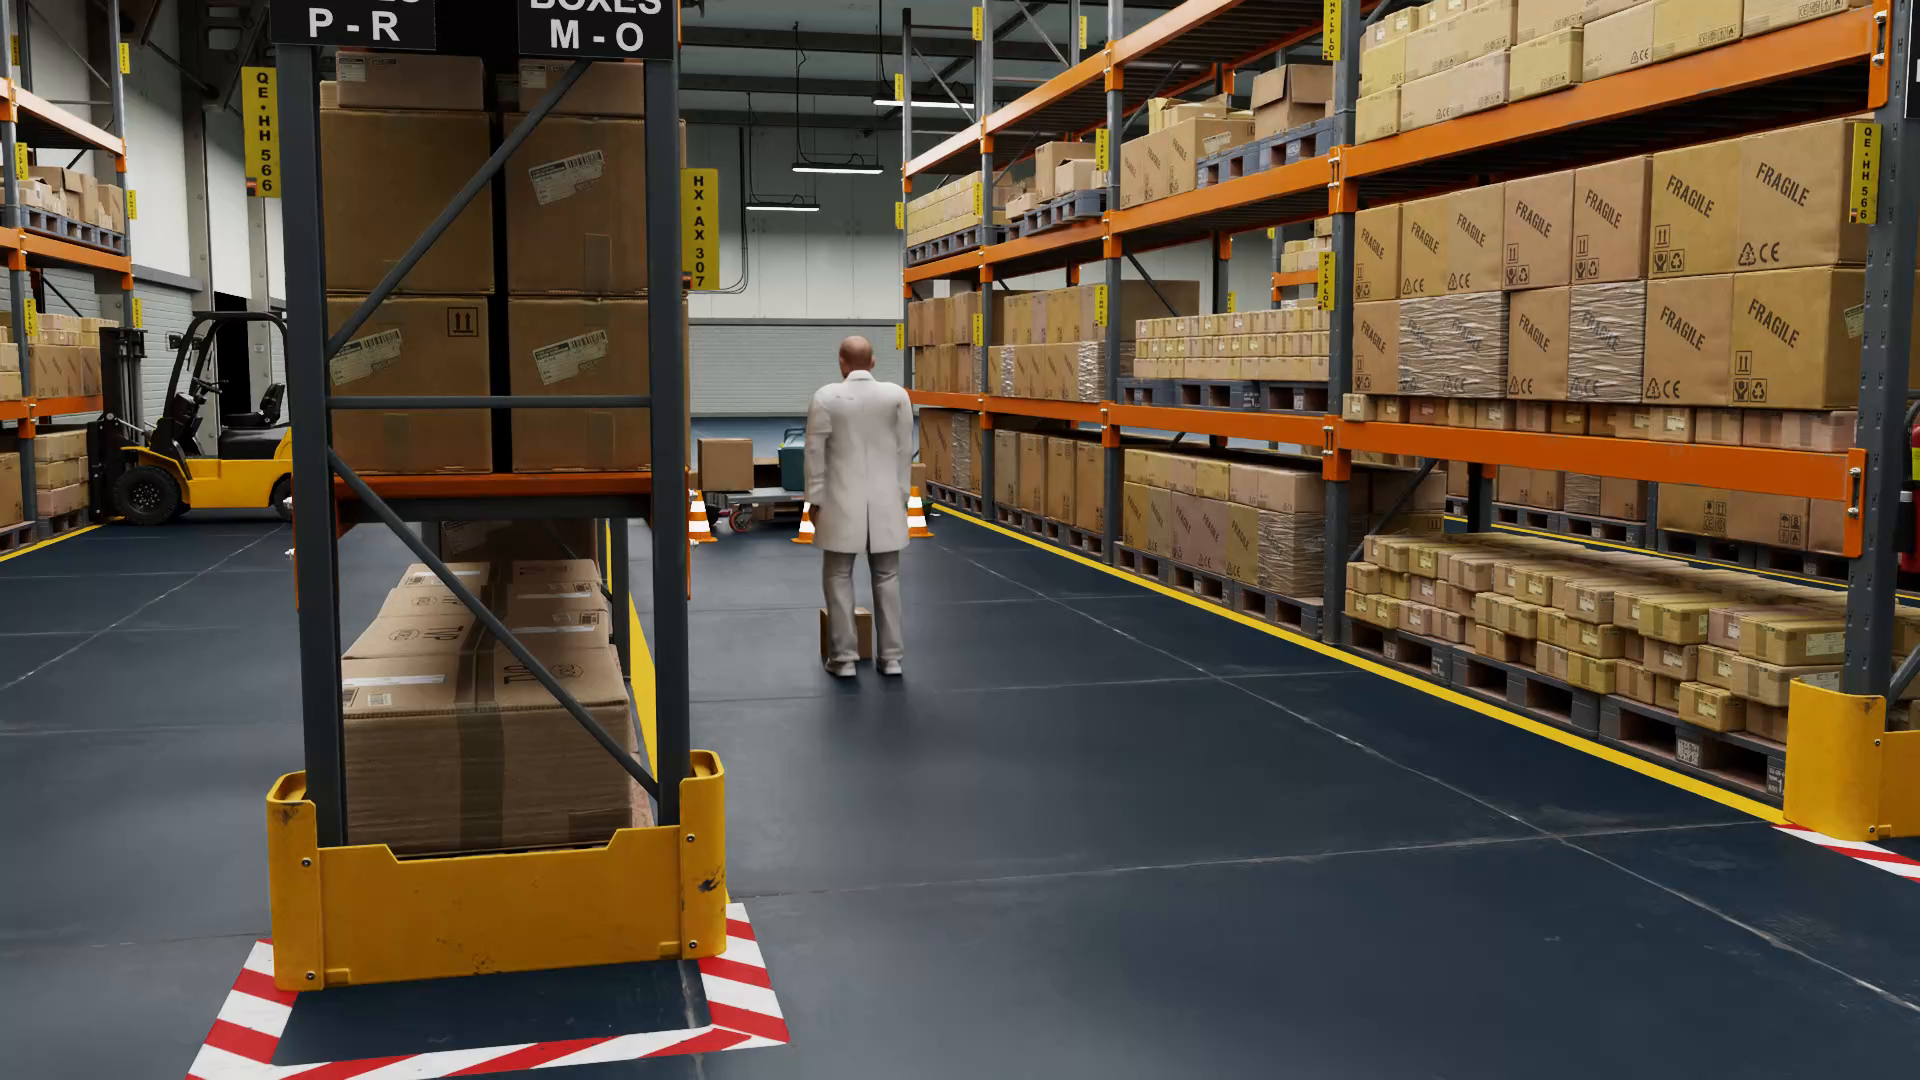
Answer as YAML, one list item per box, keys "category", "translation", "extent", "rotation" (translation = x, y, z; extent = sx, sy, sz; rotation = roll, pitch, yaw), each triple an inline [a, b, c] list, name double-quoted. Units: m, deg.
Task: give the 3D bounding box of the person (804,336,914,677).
- category: "person"
  translation: [-0.532, -0.174, 8.667]
  extent: [0.569, 1.761, 0.378]
  rotation: [-1, 6, -13]
